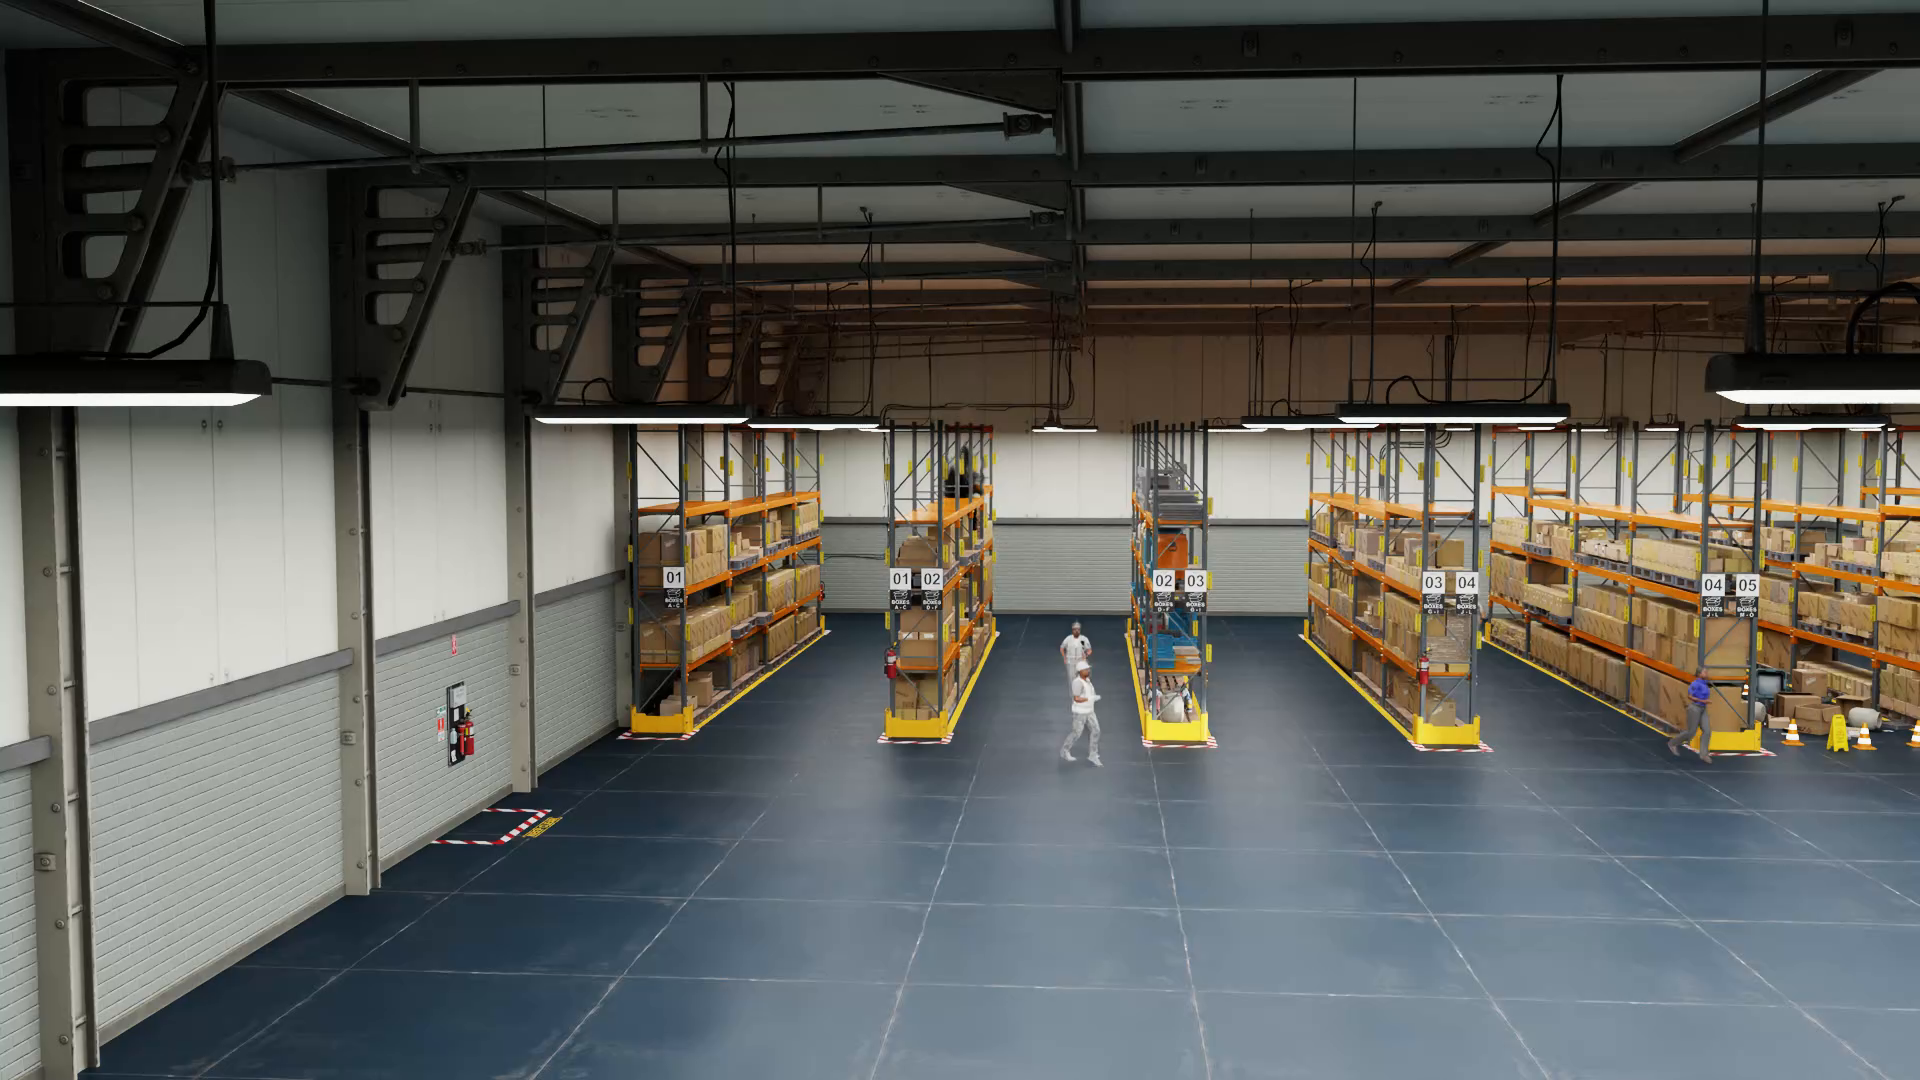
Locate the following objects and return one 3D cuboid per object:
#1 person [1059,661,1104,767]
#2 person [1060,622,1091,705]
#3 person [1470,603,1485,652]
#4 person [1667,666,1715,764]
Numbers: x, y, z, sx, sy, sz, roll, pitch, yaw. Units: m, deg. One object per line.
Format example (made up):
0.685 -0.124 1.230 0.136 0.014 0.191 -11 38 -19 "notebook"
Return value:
2.103 3.012 28.756 0.808 1.847 0.660 2 4 30 "person"
2.462 2.612 35.369 0.670 1.738 0.751 0 4 2 "person"
13.279 2.198 43.042 0.607 1.650 0.641 0 4 8 "person"
12.978 3.055 29.329 0.590 1.668 0.830 -3 5 -39 "person"
